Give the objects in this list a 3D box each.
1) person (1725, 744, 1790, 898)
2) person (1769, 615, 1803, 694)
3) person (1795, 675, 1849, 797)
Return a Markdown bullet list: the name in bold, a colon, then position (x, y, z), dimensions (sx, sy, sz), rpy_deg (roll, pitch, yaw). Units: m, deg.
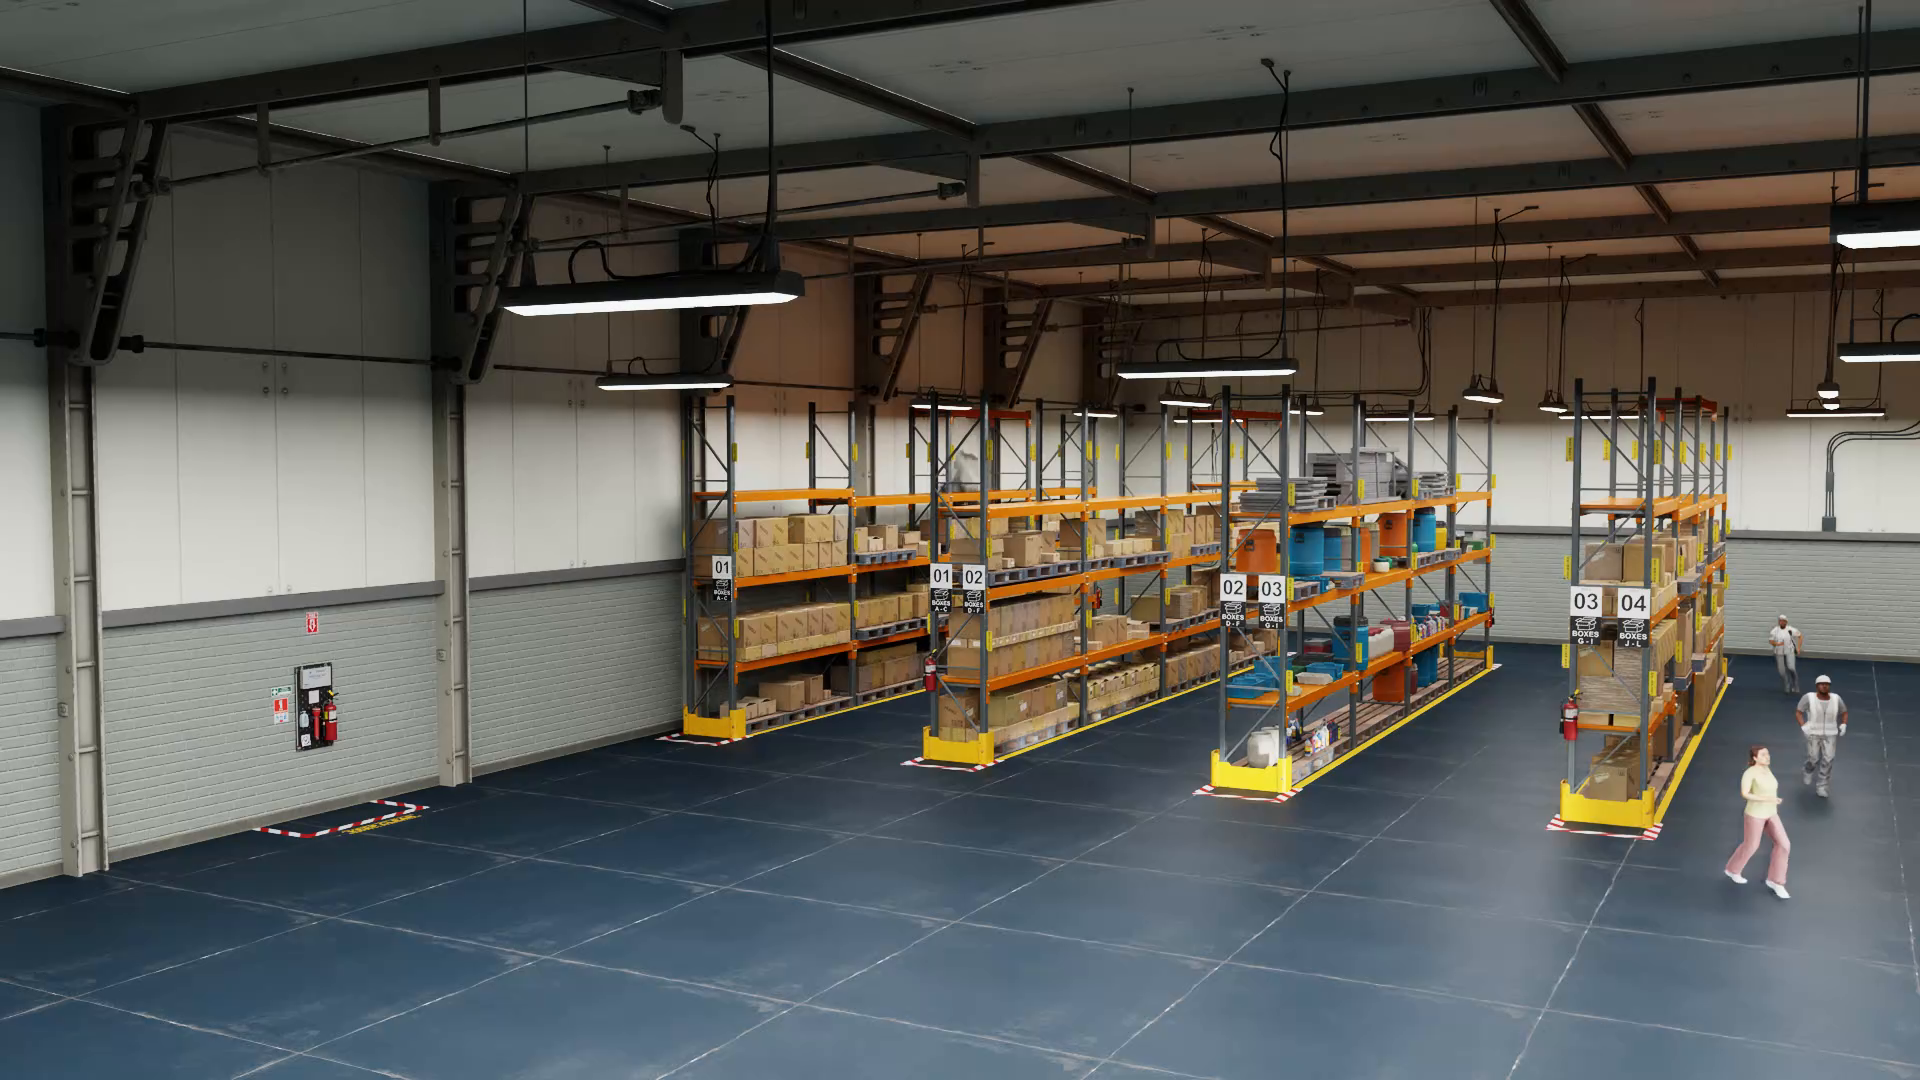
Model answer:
- **person**: position (9.097, 3.177, 18.970), dimensions (0.580, 1.715, 0.772), rpy_deg (-1, 3, -24)
- **person**: position (17.089, 2.367, 34.460), dimensions (0.597, 1.622, 0.619), rpy_deg (2, 4, 35)
- **person**: position (12.637, 2.848, 24.381), dimensions (0.704, 1.755, 0.619), rpy_deg (1, 3, 15)
